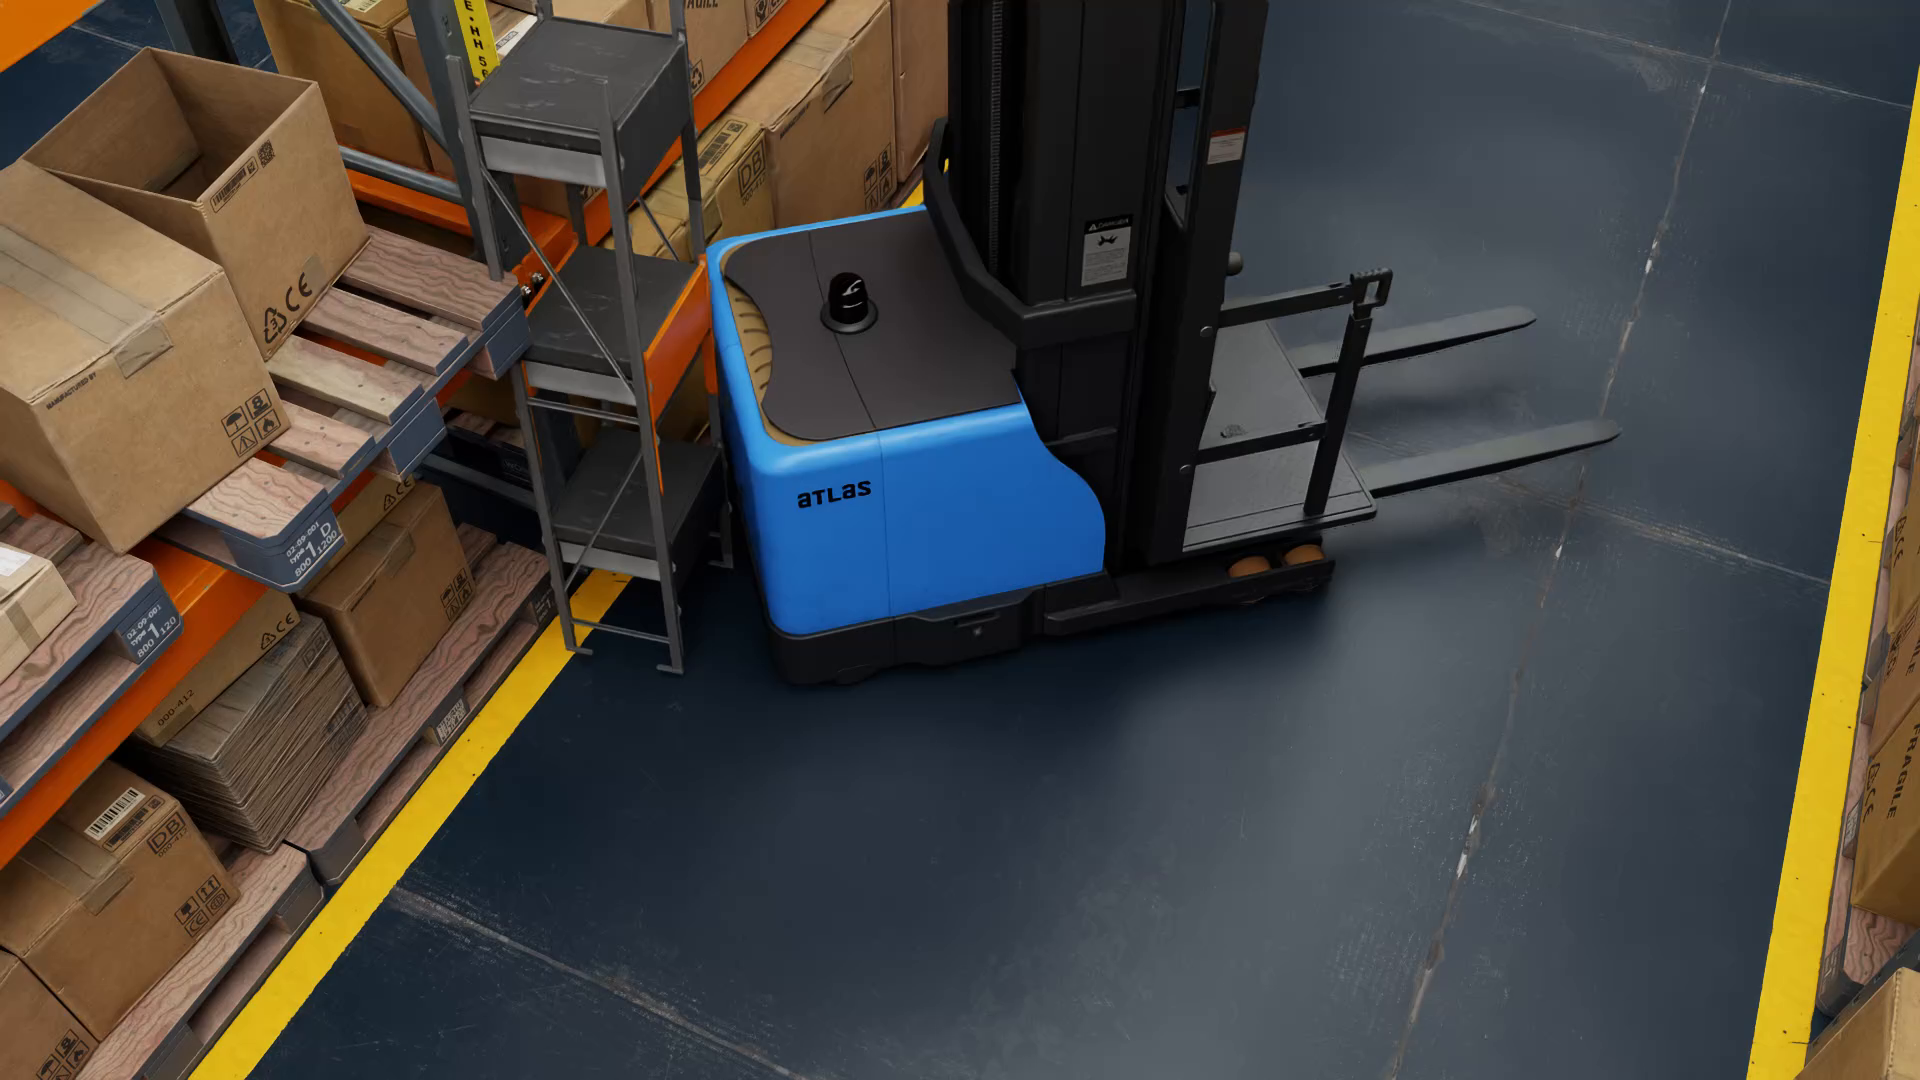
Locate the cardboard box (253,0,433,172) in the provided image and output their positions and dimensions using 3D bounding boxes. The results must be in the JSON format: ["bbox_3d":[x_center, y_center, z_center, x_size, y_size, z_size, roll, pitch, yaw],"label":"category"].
[{"bbox_3d":[-1.703,-1.512,5.001,0.500,0.500,0.500,21,53,17],"label":"cardboard box"}]

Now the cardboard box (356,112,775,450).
[{"bbox_3d":[-1.376,-0.975,5.729,1.225,0.875,0.875,18,52,14],"label":"cardboard box"}]

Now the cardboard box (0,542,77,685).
[{"bbox_3d":[-2.158,0.085,3.521,0.396,0.266,0.258,18,52,15],"label":"cardboard box"}]

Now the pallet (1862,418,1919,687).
[{"bbox_3d":[3.609,0.153,5.481,1.003,0.211,1.213,20,52,16],"label":"pallet"}]

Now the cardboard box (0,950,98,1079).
[{"bbox_3d":[-2.658,1.239,4.078,0.700,0.500,0.500,16,51,13],"label":"cardboard box"}]

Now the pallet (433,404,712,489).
[{"bbox_3d":[-1.285,-0.674,6.185,1.003,0.211,1.213,20,52,16],"label":"pallet"}]

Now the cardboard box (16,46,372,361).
[{"bbox_3d":[-1.885,-0.843,4.156,0.500,0.500,0.500,14,51,12],"label":"cardboard box"}]

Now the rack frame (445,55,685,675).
[{"bbox_3d":[-1.045,-0.354,4.616,0.400,2.100,0.015,11,45,8],"label":"rack frame"}]

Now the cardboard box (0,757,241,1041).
[{"bbox_3d":[-2.420,0.855,4.405,0.700,0.500,0.500,24,54,19],"label":"cardboard box"}]

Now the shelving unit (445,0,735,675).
[{"bbox_3d":[-0.987,-0.520,4.785,0.431,2.100,0.503,11,45,8],"label":"shelving unit"}]

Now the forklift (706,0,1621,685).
[{"bbox_3d":[0.752,-1.117,4.776,3.031,2.935,1.130,-12,51,-10],"label":"forklift"}]

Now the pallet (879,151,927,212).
[{"bbox_3d":[-0.763,-1.511,6.897,1.003,0.211,1.213,20,52,16],"label":"pallet"}]

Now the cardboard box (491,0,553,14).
[{"bbox_3d":[-1.363,-1.915,4.685,0.797,0.503,0.637,21,53,17],"label":"cardboard box"}]

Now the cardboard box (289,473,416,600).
[{"bbox_3d":[-1.949,-0.163,4.780,0.500,0.250,0.500,22,53,18],"label":"cardboard box"}]

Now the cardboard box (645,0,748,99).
[{"bbox_3d":[-1.018,-1.693,5.156,0.500,0.500,0.500,19,52,15],"label":"cardboard box"}]

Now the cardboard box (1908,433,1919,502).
[{"bbox_3d":[3.469,-0.304,5.404,0.500,0.500,0.500,21,53,17],"label":"cardboard box"}]

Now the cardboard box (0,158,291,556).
[{"bbox_3d":[-2.033,-0.426,3.801,0.700,0.500,0.500,27,55,21],"label":"cardboard box"}]

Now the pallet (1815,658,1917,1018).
[{"bbox_3d":[3.087,0.990,4.769,1.003,0.211,1.213,20,52,16],"label":"pallet"}]

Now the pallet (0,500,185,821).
[{"bbox_3d":[-2.499,0.380,3.583,1.003,0.211,1.213,20,52,16],"label":"pallet"}]

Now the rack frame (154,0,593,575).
[{"bbox_3d":[-1.690,-1.059,4.682,1.000,3.000,0.127,20,52,16],"label":"rack frame"}]

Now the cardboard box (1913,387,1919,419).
[{"bbox_3d":[3.680,-0.669,5.715,0.500,0.500,0.500,22,53,18],"label":"cardboard box"}]

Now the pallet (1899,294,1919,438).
[{"bbox_3d":[4.129,-0.690,6.198,1.003,0.211,1.213,20,52,16],"label":"pallet"}]

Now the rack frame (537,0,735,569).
[{"bbox_3d":[-0.930,-0.686,4.955,0.400,2.100,0.015,11,45,8],"label":"rack frame"}]

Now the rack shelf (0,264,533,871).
[{"bbox_3d":[-2.544,0.551,3.784,1.077,0.370,4.000,20,52,16],"label":"rack shelf"}]

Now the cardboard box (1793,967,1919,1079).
[{"bbox_3d":[2.410,1.607,3.614,1.050,0.750,0.750,19,52,16],"label":"cardboard box"}]

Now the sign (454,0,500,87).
[{"bbox_3d":[-1.195,-1.239,4.126,0.100,0.325,0.005,20,52,16],"label":"sign"}]

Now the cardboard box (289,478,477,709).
[{"bbox_3d":[-1.958,0.076,5.068,0.700,0.500,0.500,17,52,14],"label":"cardboard box"}]

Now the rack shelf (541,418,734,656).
[{"bbox_3d":[-1.011,-0.015,5.289,0.431,0.518,0.480,11,45,8],"label":"rack shelf"}]

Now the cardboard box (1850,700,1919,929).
[{"bbox_3d":[2.796,0.760,4.499,0.500,0.500,0.500,20,52,16],"label":"cardboard box"}]

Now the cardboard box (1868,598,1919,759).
[{"bbox_3d":[3.021,0.404,4.802,0.500,0.500,0.500,22,53,18],"label":"cardboard box"}]

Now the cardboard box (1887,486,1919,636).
[{"bbox_3d":[3.233,0.034,5.117,0.500,0.500,0.500,18,52,14],"label":"cardboard box"}]

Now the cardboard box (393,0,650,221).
[{"bbox_3d":[-1.236,-1.338,4.853,0.500,0.500,0.500,21,53,17],"label":"cardboard box"}]

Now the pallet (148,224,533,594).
[{"bbox_3d":[-1.898,-0.471,4.308,1.213,0.211,1.003,20,52,16],"label":"pallet"}]

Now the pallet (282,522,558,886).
[{"bbox_3d":[-2.025,0.382,5.286,1.003,0.211,1.213,20,52,16],"label":"pallet"}]

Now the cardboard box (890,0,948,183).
[{"bbox_3d":[-0.617,-2.198,6.770,1.225,0.875,0.875,18,52,15],"label":"cardboard box"}]

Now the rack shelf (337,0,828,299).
[{"bbox_3d":[-0.836,-2.203,6.127,1.077,0.370,4.000,20,52,16],"label":"rack shelf"}]

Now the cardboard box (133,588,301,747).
[{"bbox_3d":[-2.167,0.205,4.466,0.500,0.250,0.500,25,54,20],"label":"cardboard box"}]

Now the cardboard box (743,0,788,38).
[{"bbox_3d":[-0.802,-2.047,5.457,0.500,0.500,0.500,19,52,15],"label":"cardboard box"}]

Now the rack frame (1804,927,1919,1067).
[{"bbox_3d":[2.751,0.624,3.249,1.000,3.000,0.127,20,52,16],"label":"rack frame"}]

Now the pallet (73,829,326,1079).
[{"bbox_3d":[-2.548,1.219,4.574,1.003,0.211,1.213,20,52,16],"label":"pallet"}]

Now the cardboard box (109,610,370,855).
[{"bbox_3d":[-2.184,0.462,4.739,0.700,0.500,0.500,16,51,13],"label":"cardboard box"}]

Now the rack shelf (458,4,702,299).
[{"bbox_3d":[-0.965,-1.006,4.301,0.431,0.518,0.480,11,45,8],"label":"rack shelf"}]

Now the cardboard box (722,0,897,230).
[{"bbox_3d":[-0.989,-1.586,6.250,1.225,0.875,0.875,20,52,16],"label":"cardboard box"}]

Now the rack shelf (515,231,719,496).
[{"bbox_3d":[-0.988,-0.510,4.795,0.431,0.518,0.480,11,45,8],"label":"rack shelf"}]
